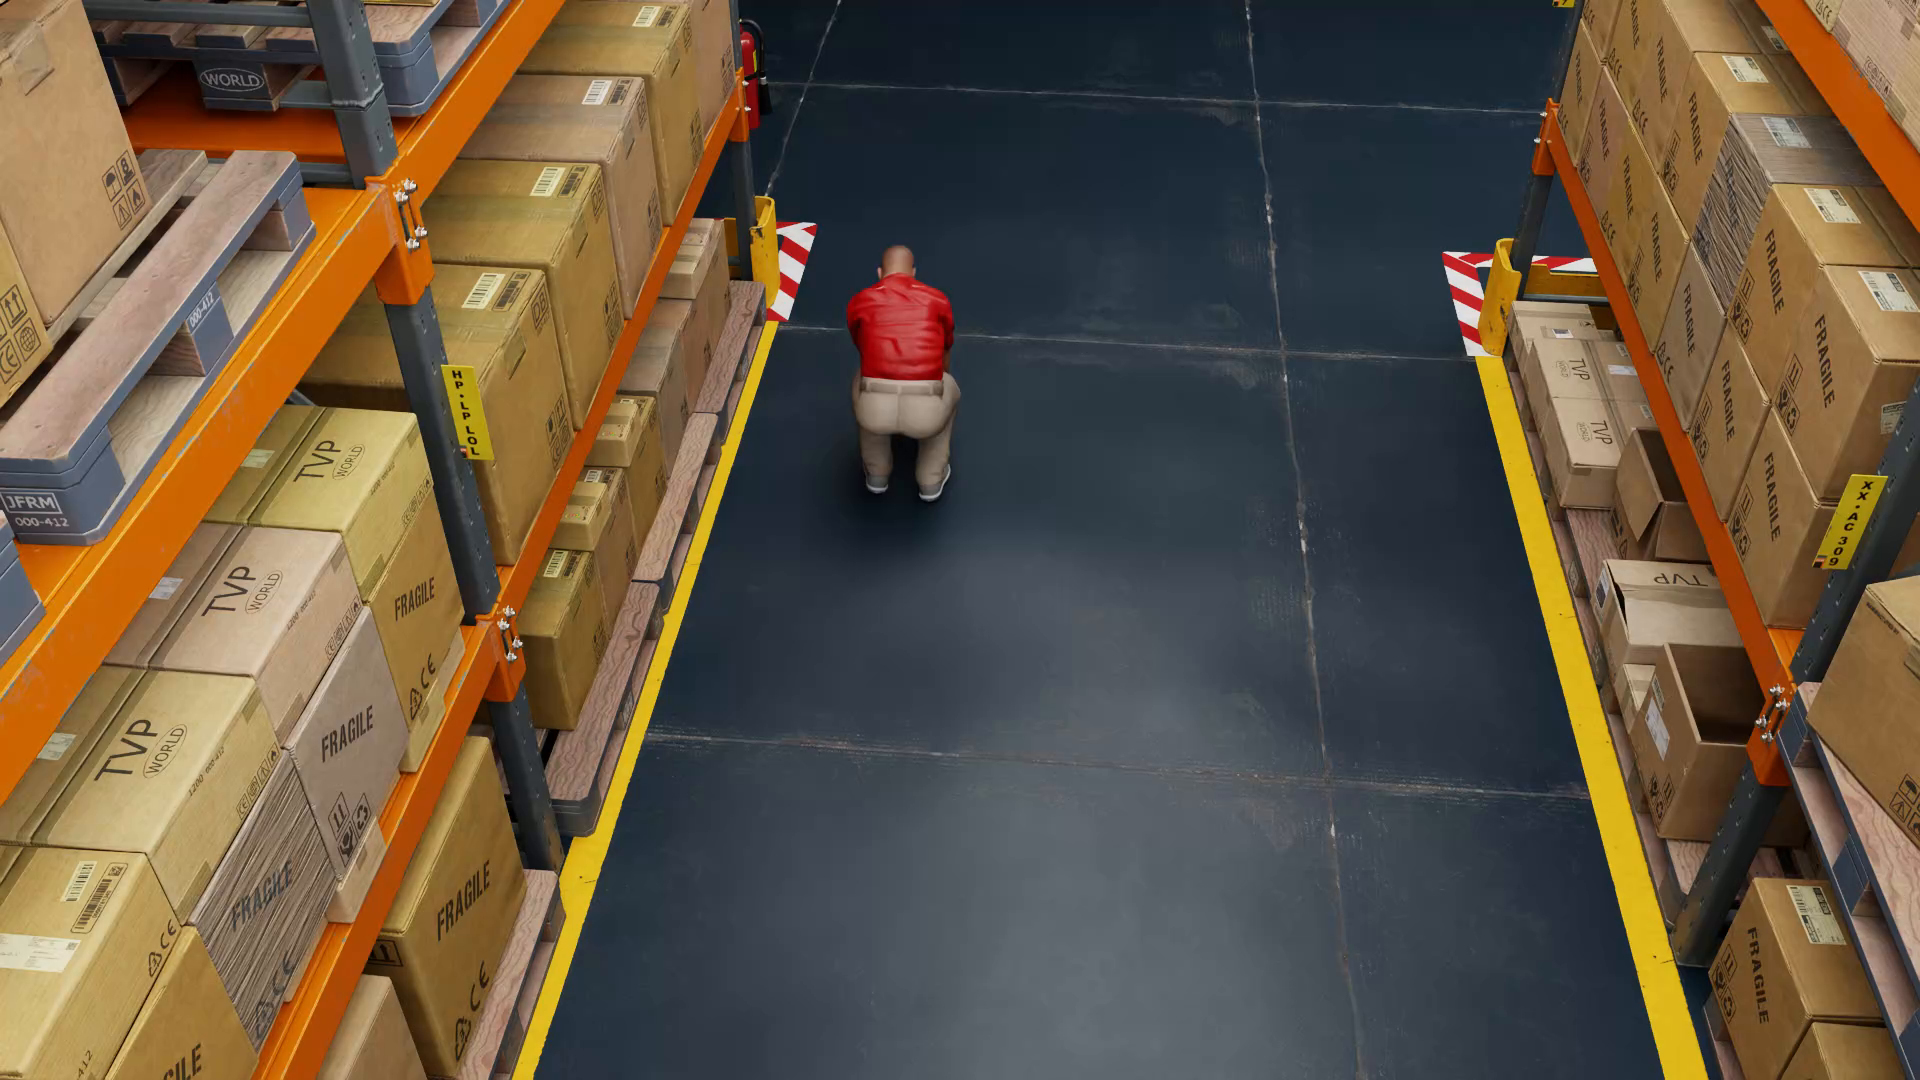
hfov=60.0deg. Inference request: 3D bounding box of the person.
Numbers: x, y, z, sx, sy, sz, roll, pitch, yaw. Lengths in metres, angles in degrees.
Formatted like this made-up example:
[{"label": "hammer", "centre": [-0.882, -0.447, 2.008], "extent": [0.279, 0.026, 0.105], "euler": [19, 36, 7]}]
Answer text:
[{"label": "person", "centre": [-0.263, -0.737, 7.648], "extent": [0.531, 0.979, 0.891], "euler": [2, 40, 3]}]
